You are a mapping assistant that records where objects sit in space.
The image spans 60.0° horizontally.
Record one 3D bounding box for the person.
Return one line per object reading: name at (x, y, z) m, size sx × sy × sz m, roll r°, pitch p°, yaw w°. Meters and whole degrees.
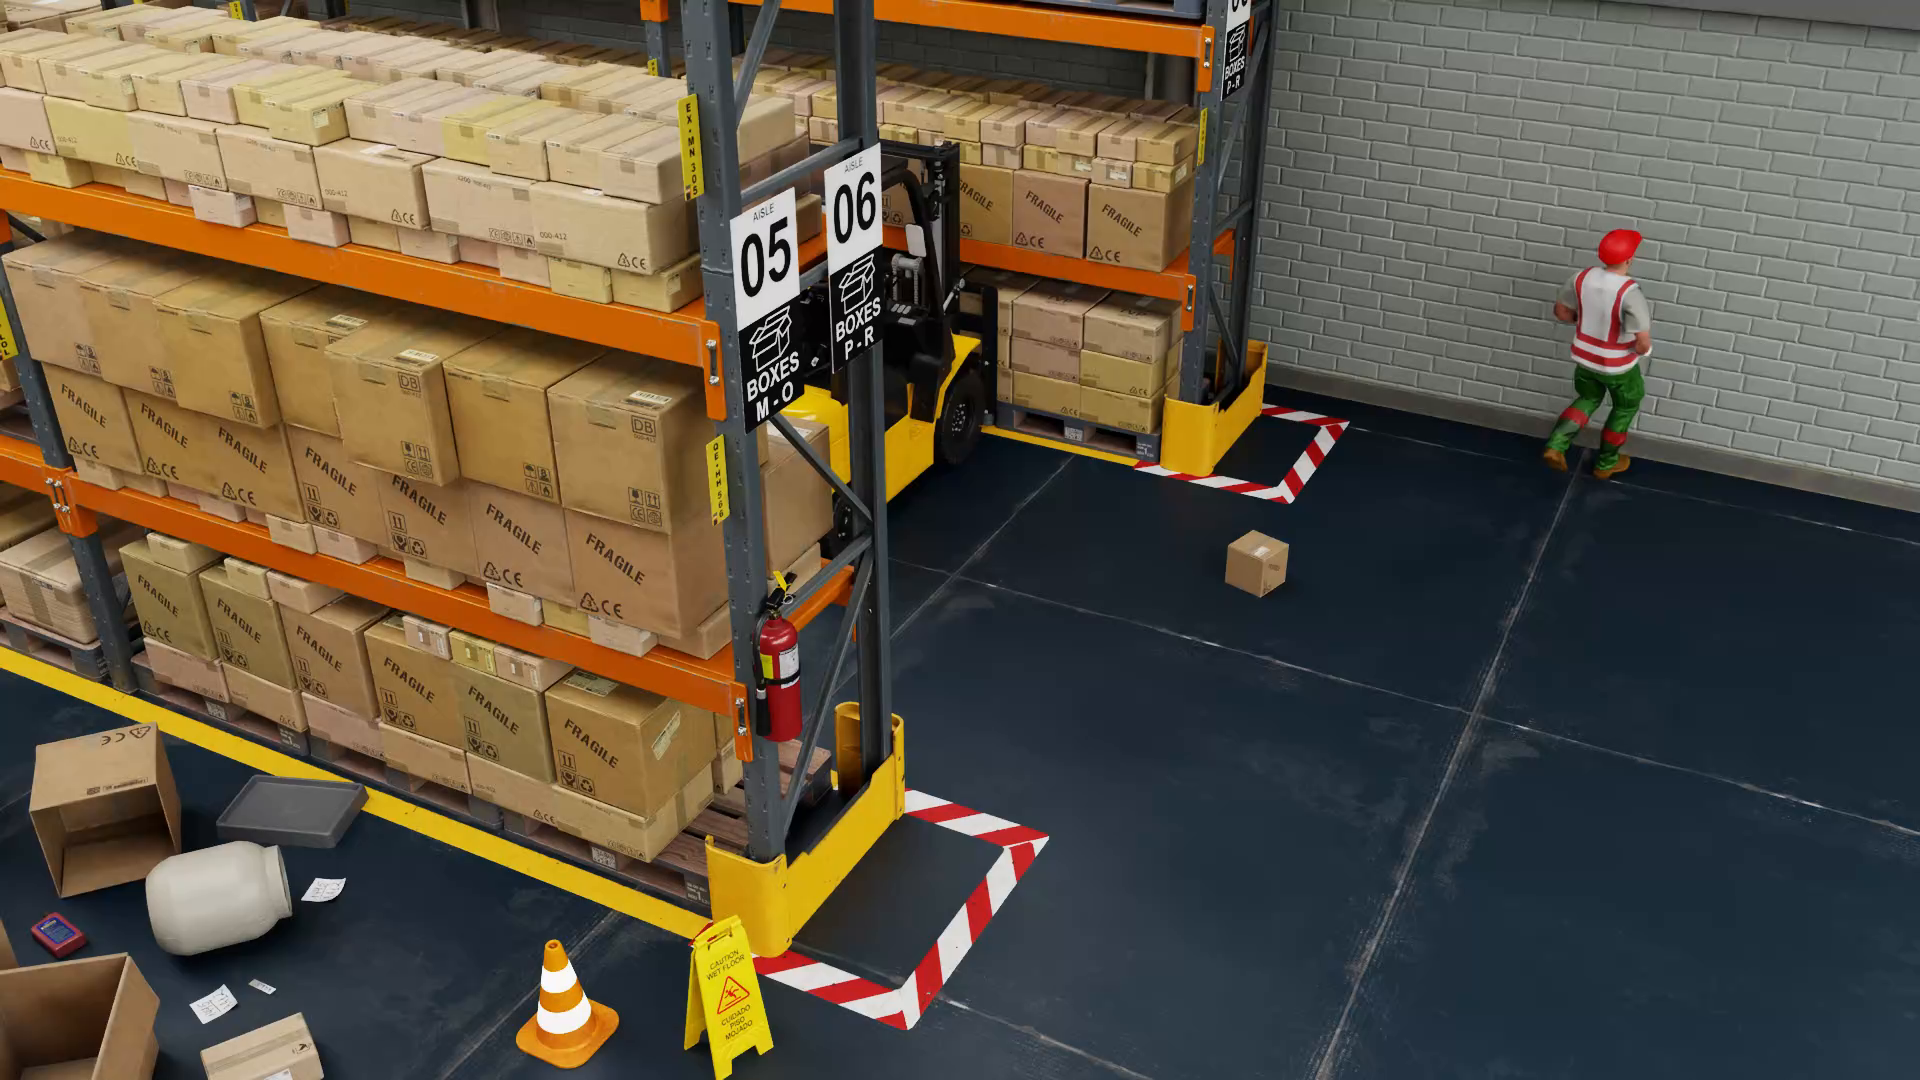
person at (4.061, -1.141, 10.324) m, size 0.713 × 1.724 × 0.680 m, roll -19°, pitch 35°, yaw -30°
